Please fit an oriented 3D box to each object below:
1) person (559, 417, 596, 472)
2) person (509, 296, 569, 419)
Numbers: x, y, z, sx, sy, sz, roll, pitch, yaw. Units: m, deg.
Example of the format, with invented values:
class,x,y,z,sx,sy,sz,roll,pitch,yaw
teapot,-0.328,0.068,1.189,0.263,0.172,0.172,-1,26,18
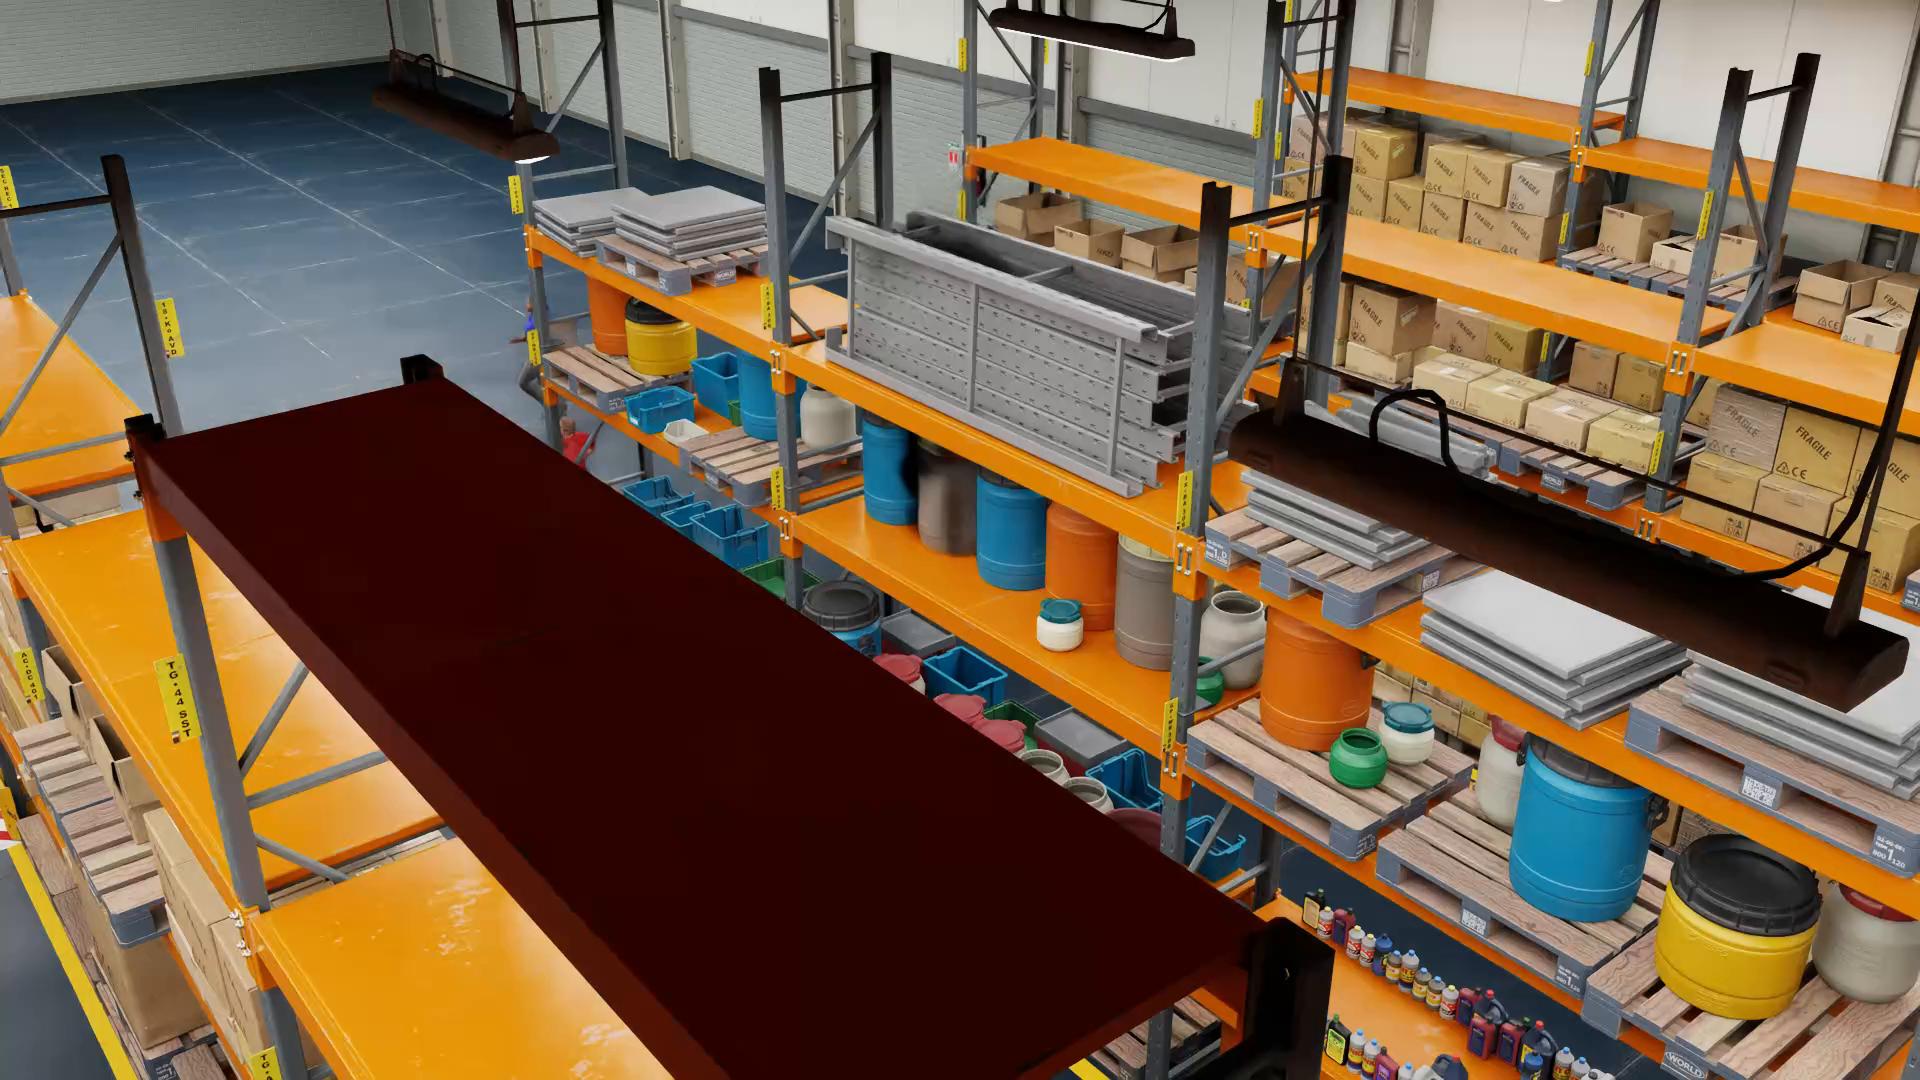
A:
class,x,y,z,sx,sy,sz,roll,pitch,yaw
person,-3.986,-0.509,17.428,0.812,1.701,0.707,1,26,3
person,-5.388,-2.321,21.177,0.649,1.615,0.549,-6,27,-13
